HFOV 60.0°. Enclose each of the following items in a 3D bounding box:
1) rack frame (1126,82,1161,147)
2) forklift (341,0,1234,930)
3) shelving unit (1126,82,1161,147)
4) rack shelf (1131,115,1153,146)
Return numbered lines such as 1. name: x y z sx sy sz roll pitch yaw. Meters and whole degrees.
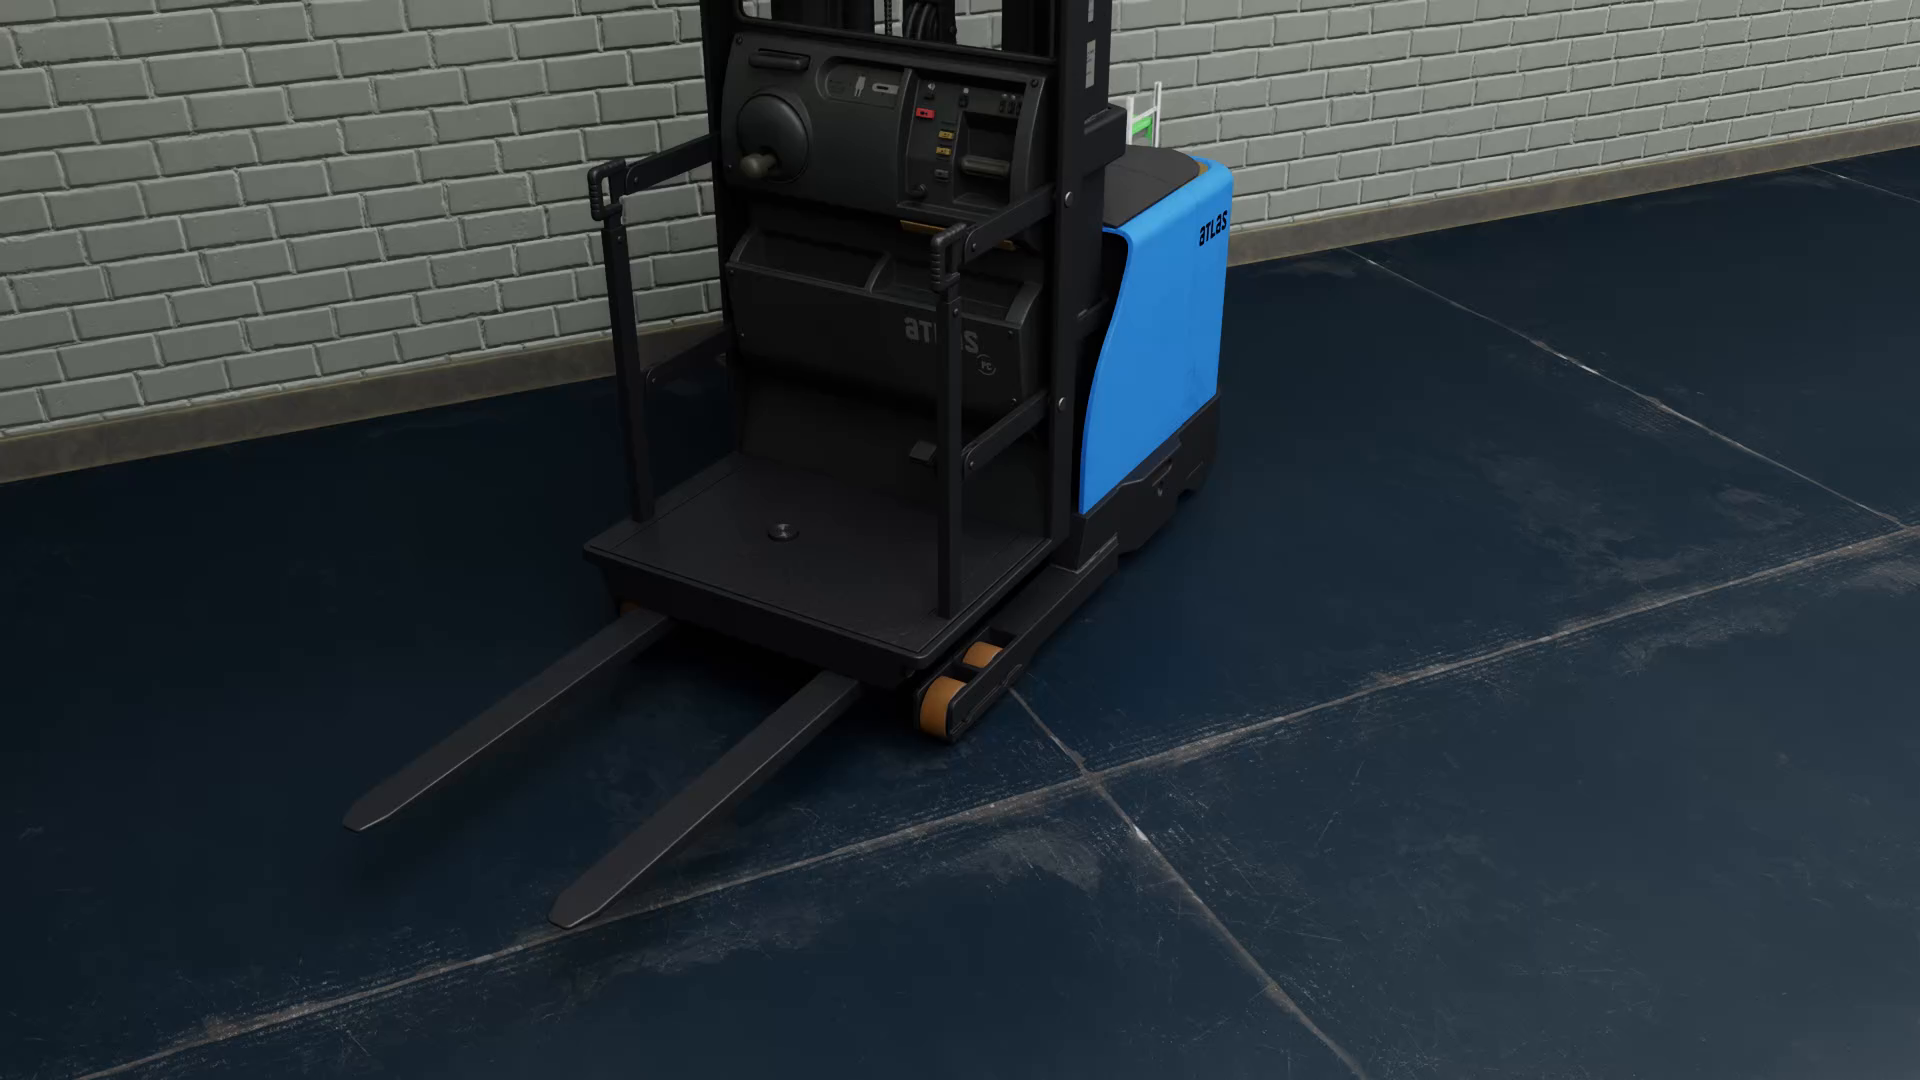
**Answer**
1. rack frame: 0.600 -0.939 5.698 0.015 1.200 0.240 16 33 26
2. forklift: -0.319 -1.013 4.060 1.130 2.935 3.031 16 33 26
3. shelving unit: 0.388 -0.999 5.805 0.503 1.200 0.258 16 33 26
4. rack shelf: 0.388 -1.362 5.601 0.480 0.148 0.258 16 33 26
